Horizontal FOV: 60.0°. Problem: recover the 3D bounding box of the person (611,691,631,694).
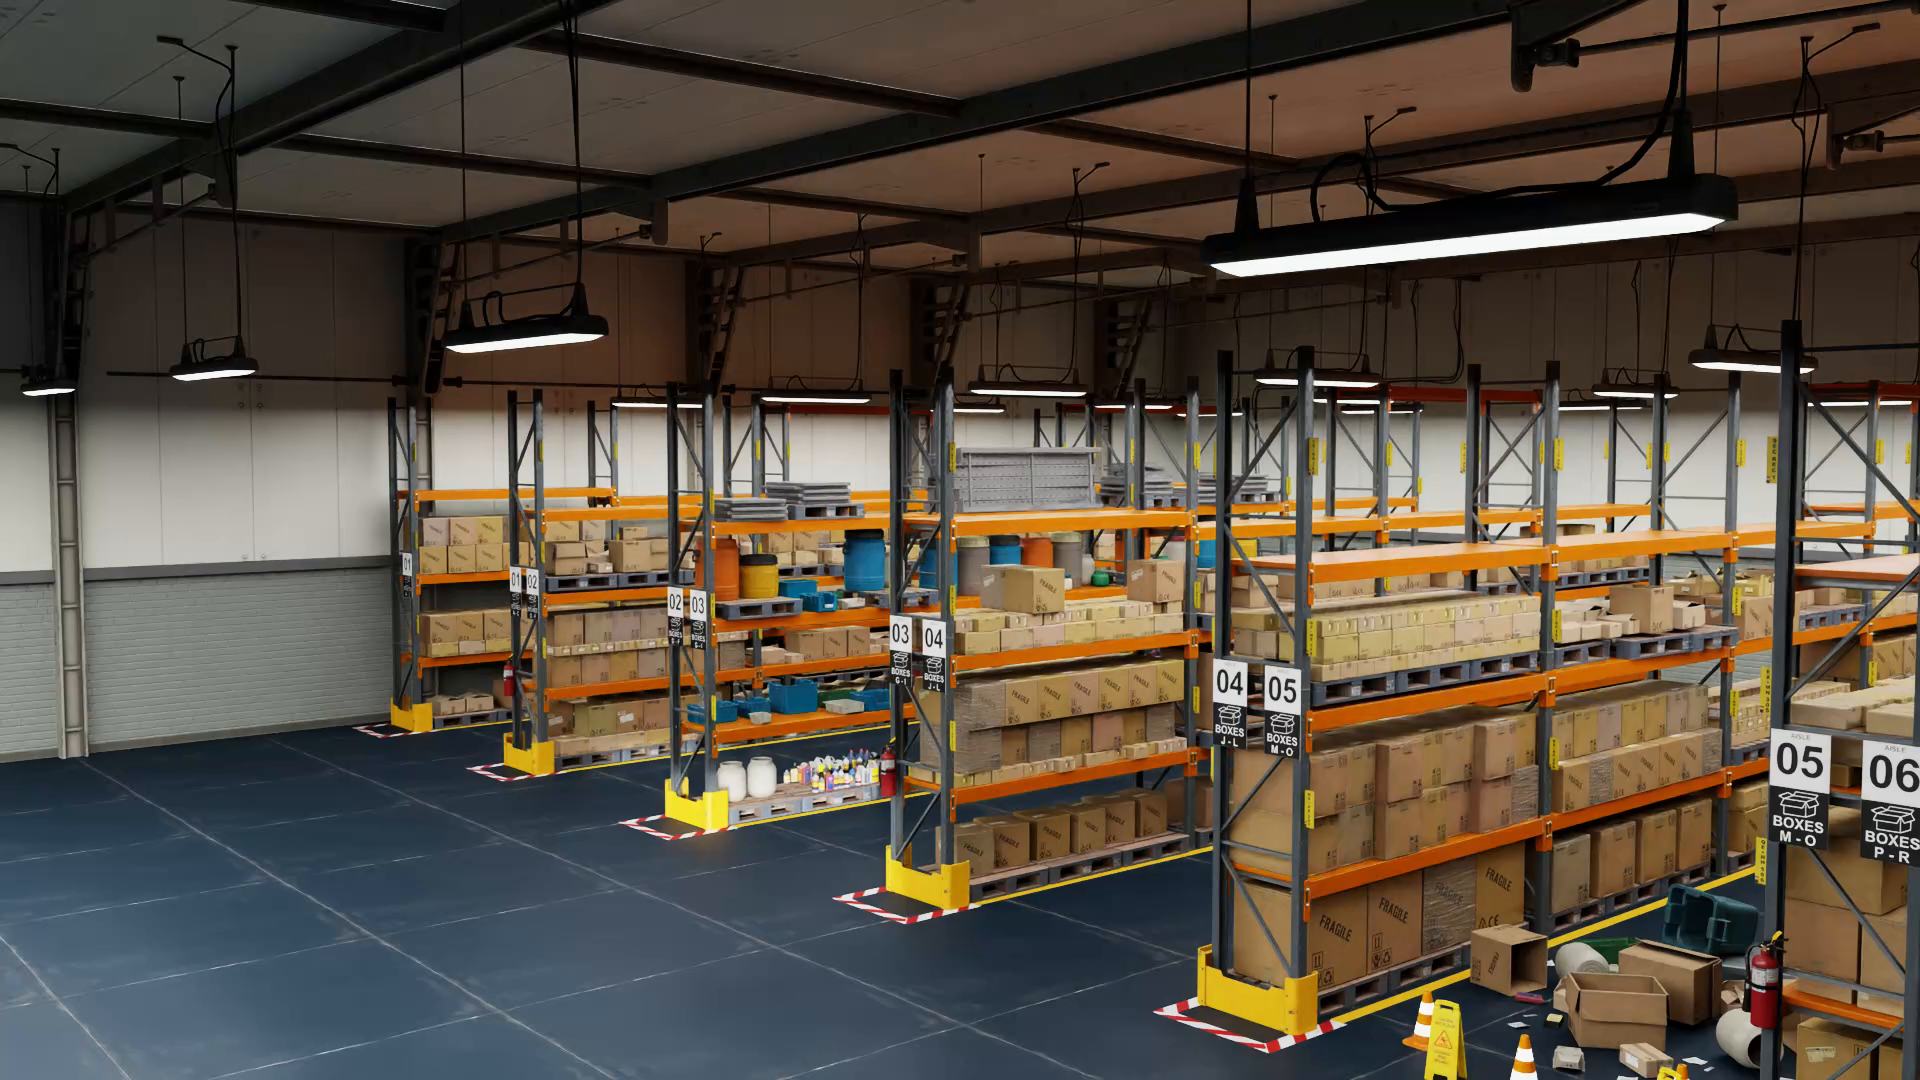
[{"bbox_3d":[-6.083,2.633,29.328,0.562,1.624,0.903,2,4,26],"label":"person"}]
